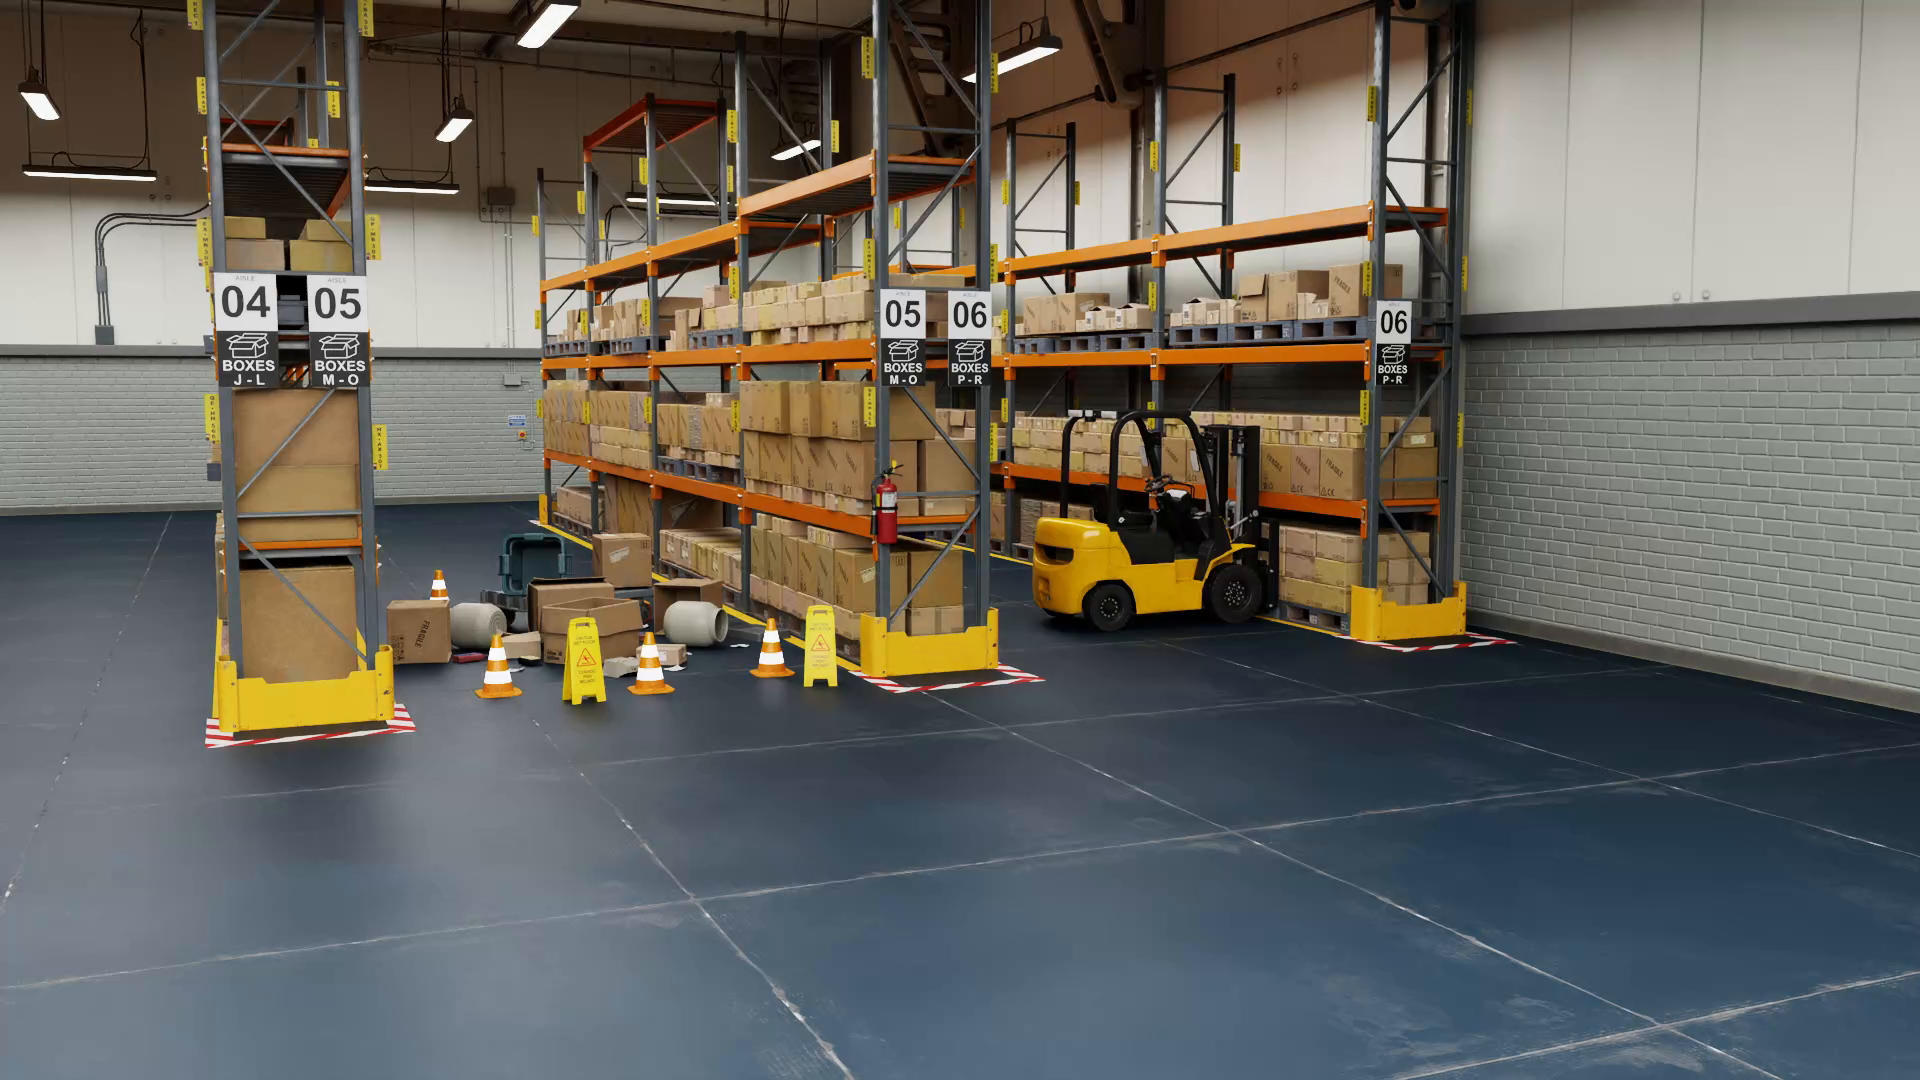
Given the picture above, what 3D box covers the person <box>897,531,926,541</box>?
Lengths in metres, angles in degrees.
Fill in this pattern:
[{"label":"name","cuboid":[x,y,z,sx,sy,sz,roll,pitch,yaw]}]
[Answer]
[{"label":"person","cuboid":[-0.615,-0.156,18.759,0.468,1.653,0.343,-2,6,-22]}]
